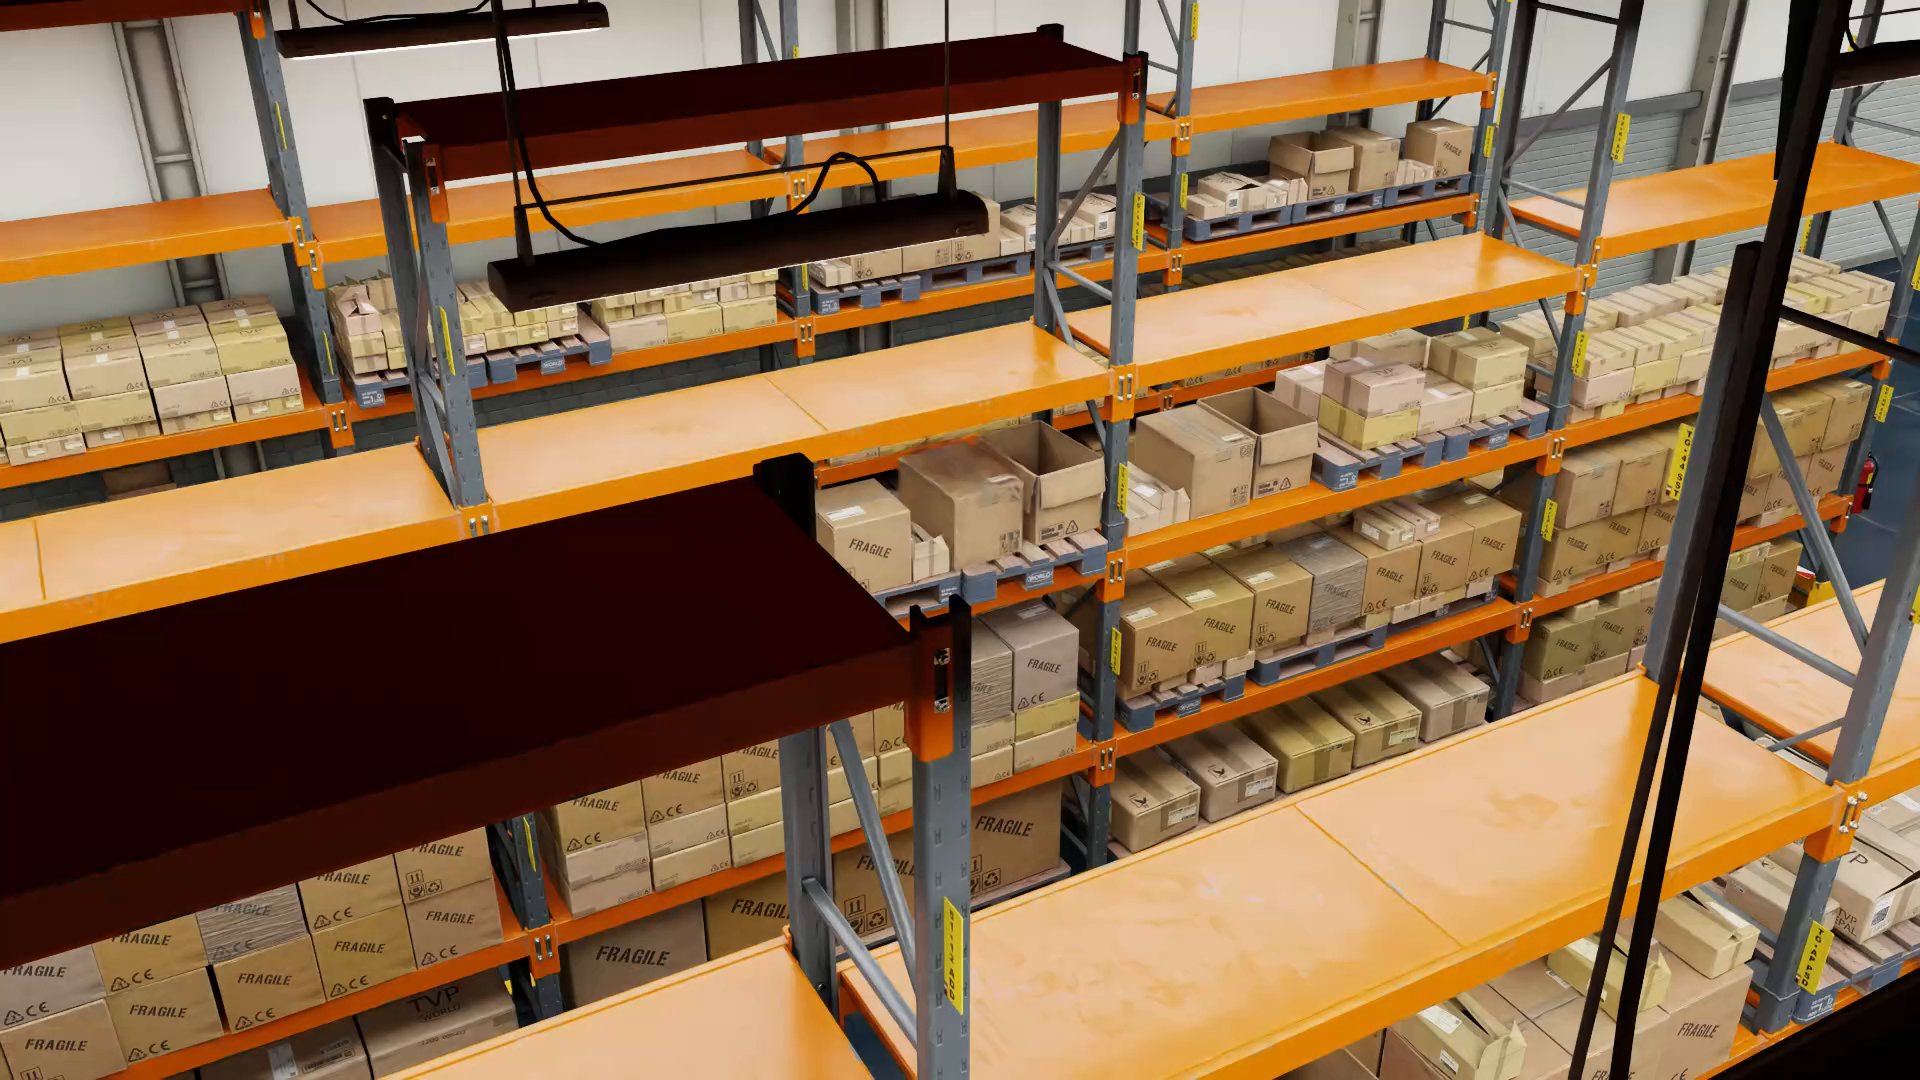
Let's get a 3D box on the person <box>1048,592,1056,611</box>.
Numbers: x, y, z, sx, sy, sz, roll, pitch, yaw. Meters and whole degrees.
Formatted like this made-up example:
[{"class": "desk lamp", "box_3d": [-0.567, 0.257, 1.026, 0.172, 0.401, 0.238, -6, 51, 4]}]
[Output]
[{"class": "person", "box_3d": [0.513, 0.637, 13.815, 0.754, 1.529, 0.621, -13, 31, -24]}]
